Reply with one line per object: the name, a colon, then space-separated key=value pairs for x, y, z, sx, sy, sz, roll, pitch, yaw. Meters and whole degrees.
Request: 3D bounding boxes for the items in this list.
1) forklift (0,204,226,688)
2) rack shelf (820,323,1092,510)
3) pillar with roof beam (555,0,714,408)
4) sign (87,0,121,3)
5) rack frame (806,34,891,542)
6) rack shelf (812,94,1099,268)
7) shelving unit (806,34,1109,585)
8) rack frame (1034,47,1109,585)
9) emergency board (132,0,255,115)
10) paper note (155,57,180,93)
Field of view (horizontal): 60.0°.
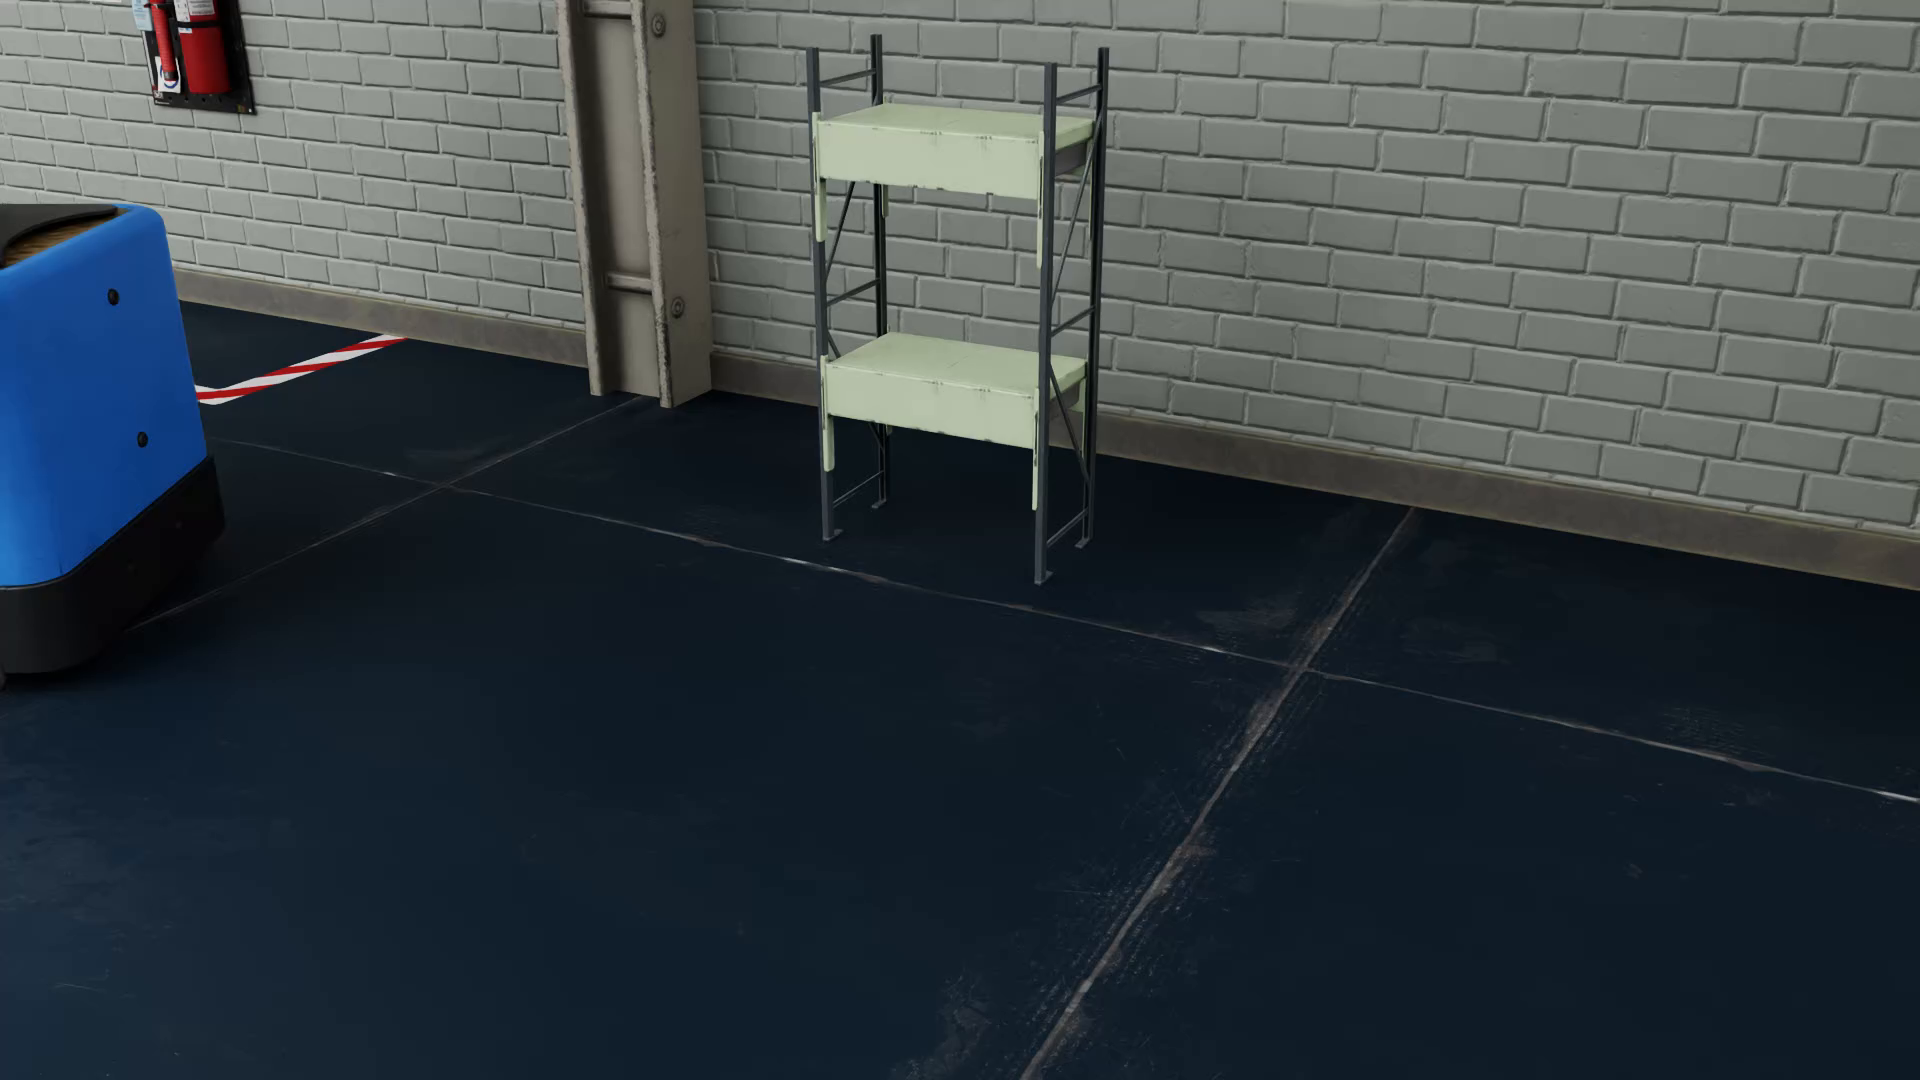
forklift: x=-3.784 y=-1.144 z=4.194 sx=3.031 sy=2.935 sz=1.130 roll=0 pitch=23 yaw=0
rack shelf: x=-0.006 y=-0.391 z=5.087 sx=0.720 sy=0.370 sz=0.431 roll=11 pitch=25 yaw=25
pillar with roof beam: x=-3.170 y=-3.237 z=1.363 sx=0.400 sy=9.000 sz=9.100 roll=11 pitch=25 yaw=25
sign: x=-3.862 y=-2.580 z=7.438 sx=0.234 sy=0.329 sz=0.001 roll=11 pitch=25 yaw=25
rack frame: x=-0.333 y=-0.756 z=5.111 sx=0.023 sy=1.500 sz=0.400 roll=11 pitch=25 yaw=25
rack shelf: x=-0.006 y=-1.050 z=4.806 sx=0.720 sy=0.370 sz=0.431 roll=11 pitch=25 yaw=25
shelving unit: x=-0.006 y=-0.691 z=4.959 sx=0.755 sy=1.500 sz=0.431 roll=11 pitch=25 yaw=25
rack frame: x=0.321 y=-0.627 z=4.807 sx=0.023 sy=1.500 sz=0.400 roll=11 pitch=25 yaw=25
emergency board: x=-3.415 y=-2.430 z=7.130 sx=0.643 sy=1.169 sz=0.194 roll=11 pitch=25 yaw=25
paper note: x=-3.542 y=-2.080 z=7.433 sx=0.142 sy=0.148 sz=0.016 roll=11 pitch=25 yaw=25
